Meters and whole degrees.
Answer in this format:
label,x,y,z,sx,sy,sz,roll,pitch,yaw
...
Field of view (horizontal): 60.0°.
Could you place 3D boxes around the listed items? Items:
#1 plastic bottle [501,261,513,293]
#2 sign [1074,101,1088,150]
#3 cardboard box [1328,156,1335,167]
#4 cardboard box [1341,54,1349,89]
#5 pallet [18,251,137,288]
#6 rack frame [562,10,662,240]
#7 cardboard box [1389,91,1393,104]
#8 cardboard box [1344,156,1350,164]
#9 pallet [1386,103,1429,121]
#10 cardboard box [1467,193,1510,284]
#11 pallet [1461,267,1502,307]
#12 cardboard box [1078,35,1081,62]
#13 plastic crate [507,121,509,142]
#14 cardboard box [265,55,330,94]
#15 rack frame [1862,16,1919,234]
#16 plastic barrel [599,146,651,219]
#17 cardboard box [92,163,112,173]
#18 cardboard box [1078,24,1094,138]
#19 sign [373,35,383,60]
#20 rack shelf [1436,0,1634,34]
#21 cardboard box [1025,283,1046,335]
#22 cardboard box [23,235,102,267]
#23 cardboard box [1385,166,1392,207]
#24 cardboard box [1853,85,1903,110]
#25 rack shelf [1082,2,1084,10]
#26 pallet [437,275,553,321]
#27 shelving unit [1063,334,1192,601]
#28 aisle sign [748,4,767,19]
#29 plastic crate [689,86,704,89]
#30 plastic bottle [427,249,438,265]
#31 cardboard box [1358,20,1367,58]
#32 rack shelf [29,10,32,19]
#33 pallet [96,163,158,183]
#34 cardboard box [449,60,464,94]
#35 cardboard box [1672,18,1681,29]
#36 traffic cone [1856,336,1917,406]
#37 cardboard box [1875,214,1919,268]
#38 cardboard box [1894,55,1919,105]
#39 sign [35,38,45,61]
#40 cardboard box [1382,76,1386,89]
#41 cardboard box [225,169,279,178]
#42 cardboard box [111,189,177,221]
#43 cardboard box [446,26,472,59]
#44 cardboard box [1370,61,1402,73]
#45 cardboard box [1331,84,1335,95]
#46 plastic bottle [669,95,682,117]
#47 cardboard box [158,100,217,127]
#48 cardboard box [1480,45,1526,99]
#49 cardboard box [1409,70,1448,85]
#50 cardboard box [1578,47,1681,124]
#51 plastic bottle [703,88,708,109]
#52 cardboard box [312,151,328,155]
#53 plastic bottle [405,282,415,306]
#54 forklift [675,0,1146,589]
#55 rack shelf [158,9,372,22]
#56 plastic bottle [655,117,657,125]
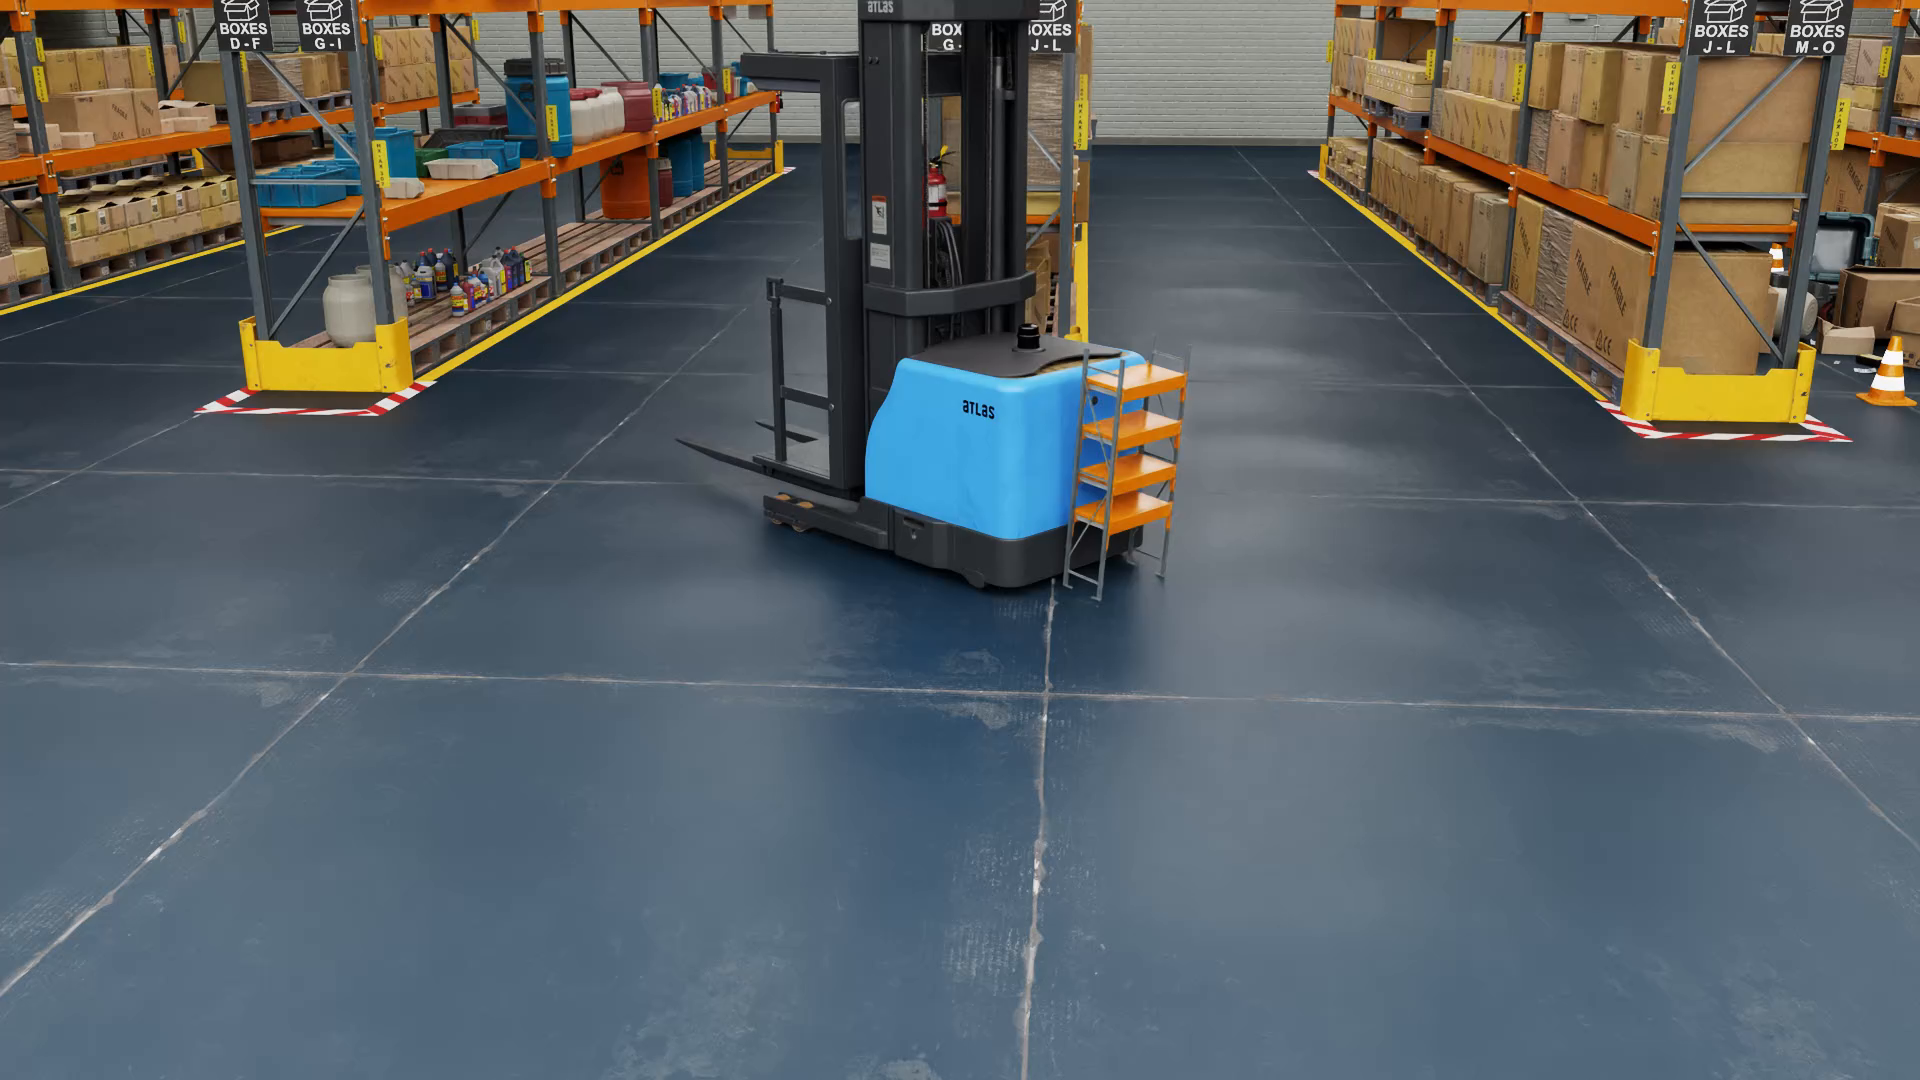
label,x,y,z,sx,sy,sz,roll,pitch,yaw
plastic bottle,-4.113,-2.393,15.063,0.061,0.283,0.133,3,18,8
sign,0.824,-2.838,11.378,0.100,0.325,0.005,1,18,4
cardboard box,6.013,-5.955,26.185,0.380,0.149,0.250,2,18,5
cardboard box,6.001,-7.003,24.840,0.500,0.500,0.500,2,18,5
pallet,-9.297,-2.808,17.154,1.003,0.211,1.213,1,18,4
rack frame,-4.084,-5.034,19.469,1.000,3.000,0.127,1,18,4
cardboard box,5.470,-5.423,20.386,0.380,0.149,0.250,2,18,6
cardboard box,6.020,-5.772,25.147,0.380,0.149,0.250,0,18,1
pallet,5.897,-5.306,20.607,1.003,0.211,1.213,1,18,4
cardboard box,5.464,-2.865,15.786,1.050,0.750,0.750,1,18,4
pallet,5.490,-2.455,16.078,1.003,0.211,1.213,1,18,4
cardboard box,0.777,-4.044,14.204,0.500,0.500,0.500,1,18,4
plastic crate,-4.602,-4.134,16.747,0.392,0.384,0.575,1,18,4
cardboard box,-8.981,-6.278,22.431,0.700,0.500,0.500,4,19,13
rack frame,10.741,-4.702,18.457,1.000,3.000,0.127,1,18,4
plastic barrel,-4.066,-4.355,20.207,0.600,0.830,0.708,1,18,4
cardboard box,-13.483,-5.895,25.437,0.700,0.500,0.500,1,18,3
cardboard box,0.766,-4.410,15.925,1.000,1.000,1.000,1,18,4
sign,-8.184,-6.927,23.387,0.100,0.325,0.005,1,18,4
rack shelf,5.653,-5.244,16.448,1.077,0.370,4.000,1,18,4
cardboard box,0.344,-1.644,12.464,0.500,0.500,0.500,5,19,14
cardboard box,-9.035,-2.916,16.747,0.500,0.250,0.500,1,18,3
cardboard box,5.705,-4.485,21.132,0.500,0.500,0.500,2,18,5
cardboard box,10.522,-5.025,18.879,0.500,0.250,0.500,1,18,4
rack shelf,1.286,-7.871,24.464,1.077,0.370,4.000,1,18,4
pallet,-4.460,-2.259,15.478,1.003,0.211,1.213,1,18,4
shelving unit,0.804,-0.353,8.040,0.503,1.200,0.258,-17,30,-42
aisle sign,-3.213,-8.770,26.696,0.394,0.787,0.004,1,18,4
plastic crate,-3.972,-6.727,24.963,0.293,0.136,0.466,1,18,4
plastic bottle,-4.842,-2.501,15.285,0.144,0.351,0.185,2,18,5
cardboard box,5.879,-7.001,23.226,0.500,0.500,0.500,1,18,2
rack shelf,-13.822,-6.960,21.685,1.077,0.370,4.000,1,18,4
pallet,-13.461,-5.787,26.245,1.003,0.211,1.213,1,18,4
cardboard box,-8.245,-7.372,26.443,0.500,0.500,0.500,1,18,4
cardboard box,10.932,-7.753,24.958,0.380,0.149,0.250,2,18,6
traffic cone,6.677,-1.225,11.917,0.336,0.463,0.334,1,18,4
cardboard box,8.677,-2.663,15.030,0.500,0.500,0.500,1,18,4
cardboard box,10.478,-4.956,17.919,0.500,0.500,0.500,1,18,2
sign,-13.137,-7.001,23.740,0.100,0.325,0.005,1,18,4
cardboard box,5.507,-5.726,20.831,0.380,0.149,0.250,1,18,3
cardboard box,-8.707,-4.302,20.543,0.500,0.500,0.500,2,18,6
cardboard box,-8.924,-3.663,18.126,0.500,0.311,0.500,2,18,5
cardboard box,-8.208,-8.009,26.781,0.500,0.500,0.500,1,18,3
cardboard box,5.582,-6.188,21.764,0.380,0.149,0.250,2,18,5
cardboard box,6.020,-7.053,26.035,0.380,0.149,0.250,1,18,3
plastic bottle,-3.631,-5.533,21.191,0.152,0.276,0.135,1,18,4
cardboard box,-9.094,-4.992,19.482,0.500,0.311,0.500,2,18,7
cardboard box,5.648,-4.690,16.652,0.700,0.500,0.500,1,18,3
cardboard box,5.374,-5.307,19.075,0.380,0.149,0.250,1,18,2
cardboard box,5.319,-3.507,12.833,0.875,0.550,0.500,1,18,4
plastic bottle,-3.474,-6.019,22.661,0.061,0.283,0.133,1,18,4
cardboard box,-9.042,-5.099,22.974,0.500,0.500,0.500,2,18,5
plastic bottle,-4.782,-2.133,14.402,0.097,0.201,0.097,0,18,0
forklift,-0.438,-1.533,8.896,1.130,2.935,3.031,-17,25,-41
rack shelf,-8.881,-6.851,21.351,1.077,0.370,4.000,1,18,4
plastic bottle,-3.695,-5.136,19.986,0.097,0.271,0.097,0,18,0
